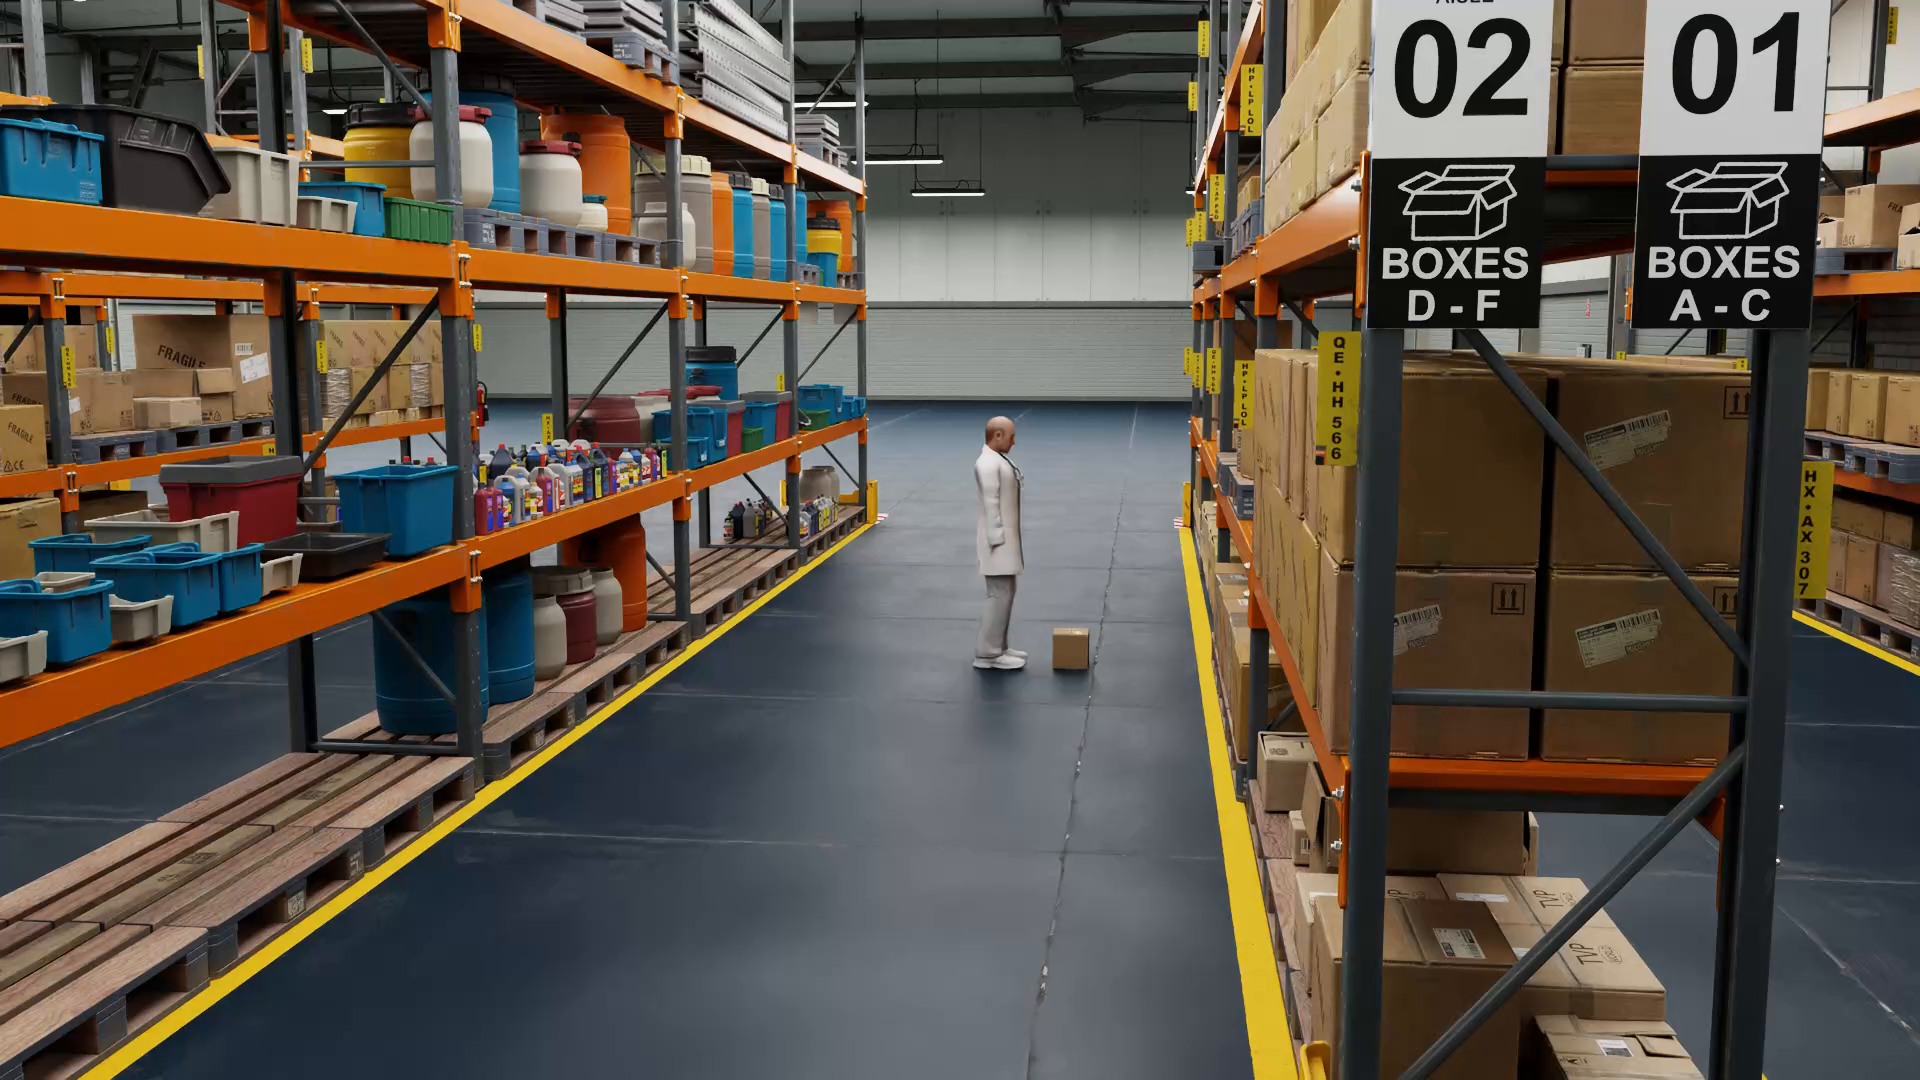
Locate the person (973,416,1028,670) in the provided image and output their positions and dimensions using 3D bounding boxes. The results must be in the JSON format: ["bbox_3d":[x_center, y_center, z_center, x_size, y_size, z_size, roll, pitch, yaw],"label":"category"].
[{"bbox_3d":[0.296,0.010,11.799,0.380,1.773,0.562,1,7,7],"label":"person"}]
